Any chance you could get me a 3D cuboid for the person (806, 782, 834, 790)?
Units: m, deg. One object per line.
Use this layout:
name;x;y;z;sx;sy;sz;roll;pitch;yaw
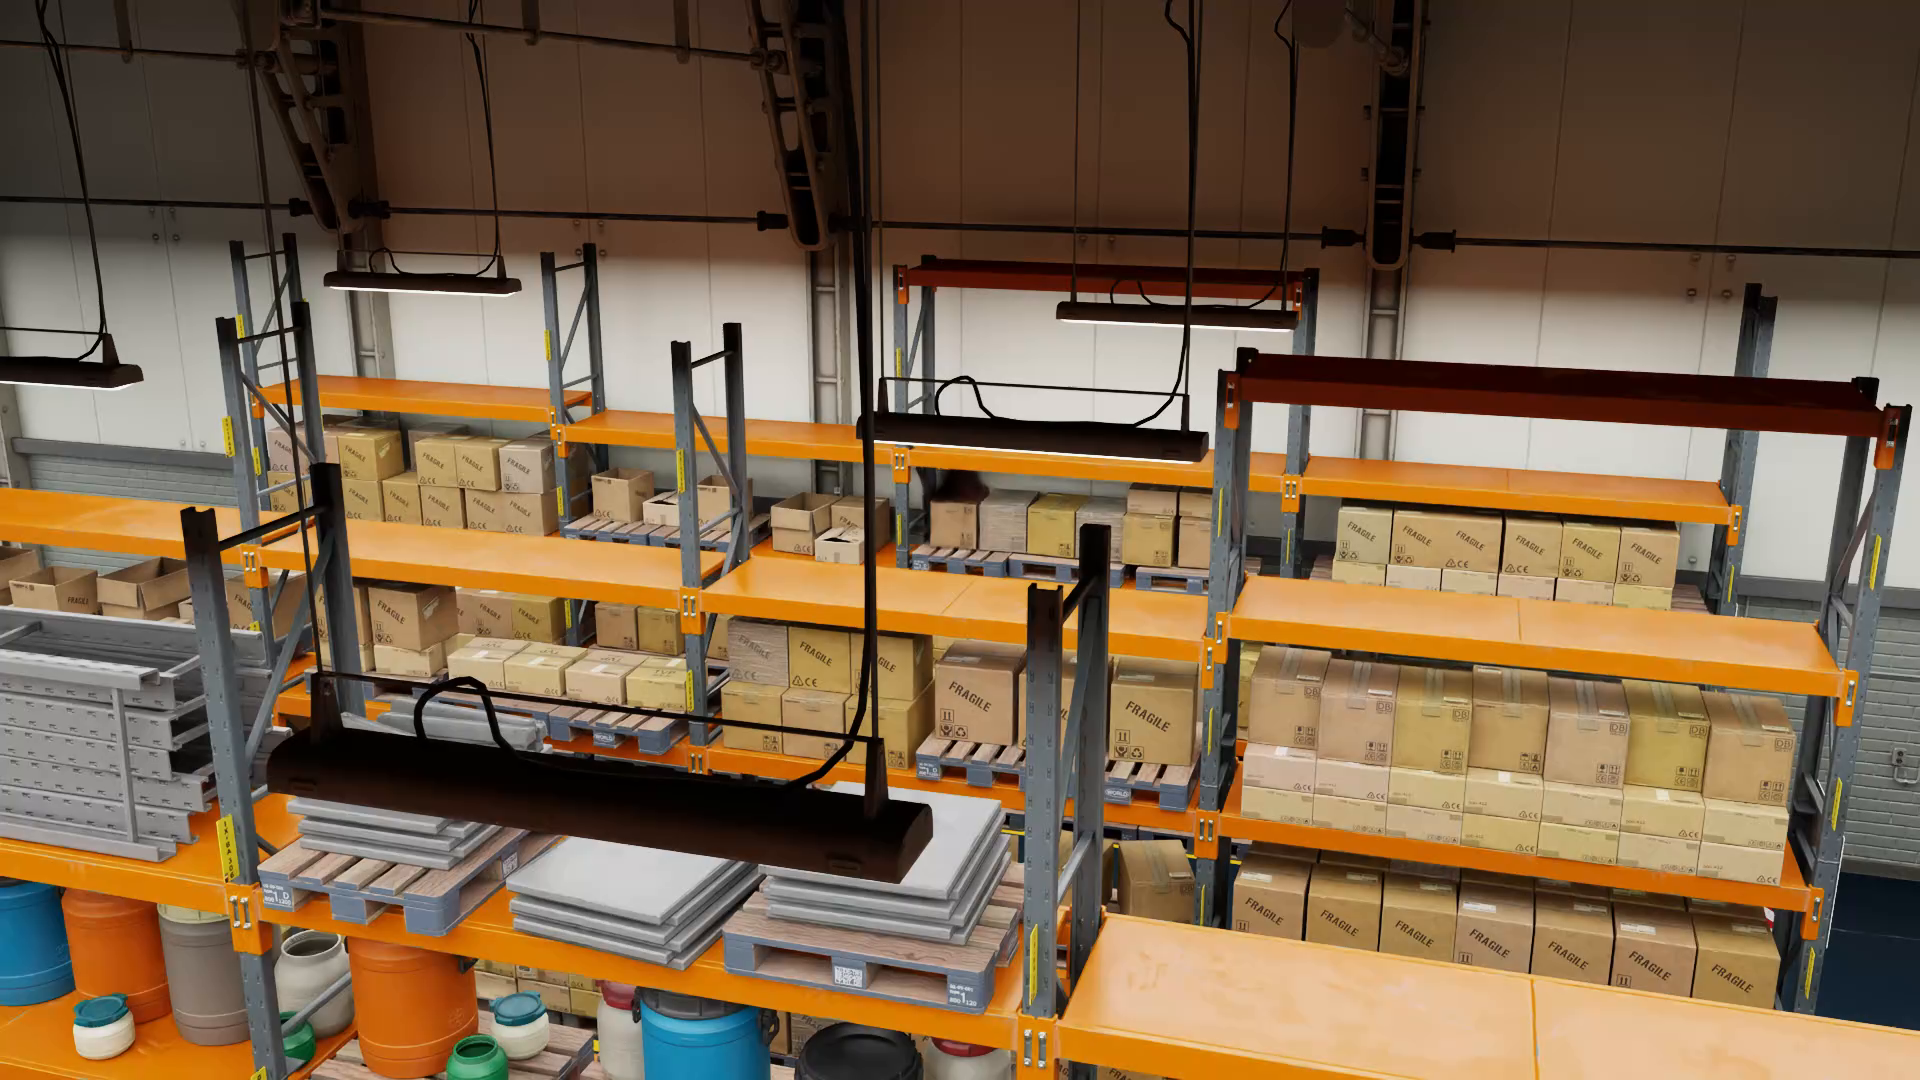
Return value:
person;-1.355;2.543;16.618;0.448;1.651;0.463;-11;19;-33
